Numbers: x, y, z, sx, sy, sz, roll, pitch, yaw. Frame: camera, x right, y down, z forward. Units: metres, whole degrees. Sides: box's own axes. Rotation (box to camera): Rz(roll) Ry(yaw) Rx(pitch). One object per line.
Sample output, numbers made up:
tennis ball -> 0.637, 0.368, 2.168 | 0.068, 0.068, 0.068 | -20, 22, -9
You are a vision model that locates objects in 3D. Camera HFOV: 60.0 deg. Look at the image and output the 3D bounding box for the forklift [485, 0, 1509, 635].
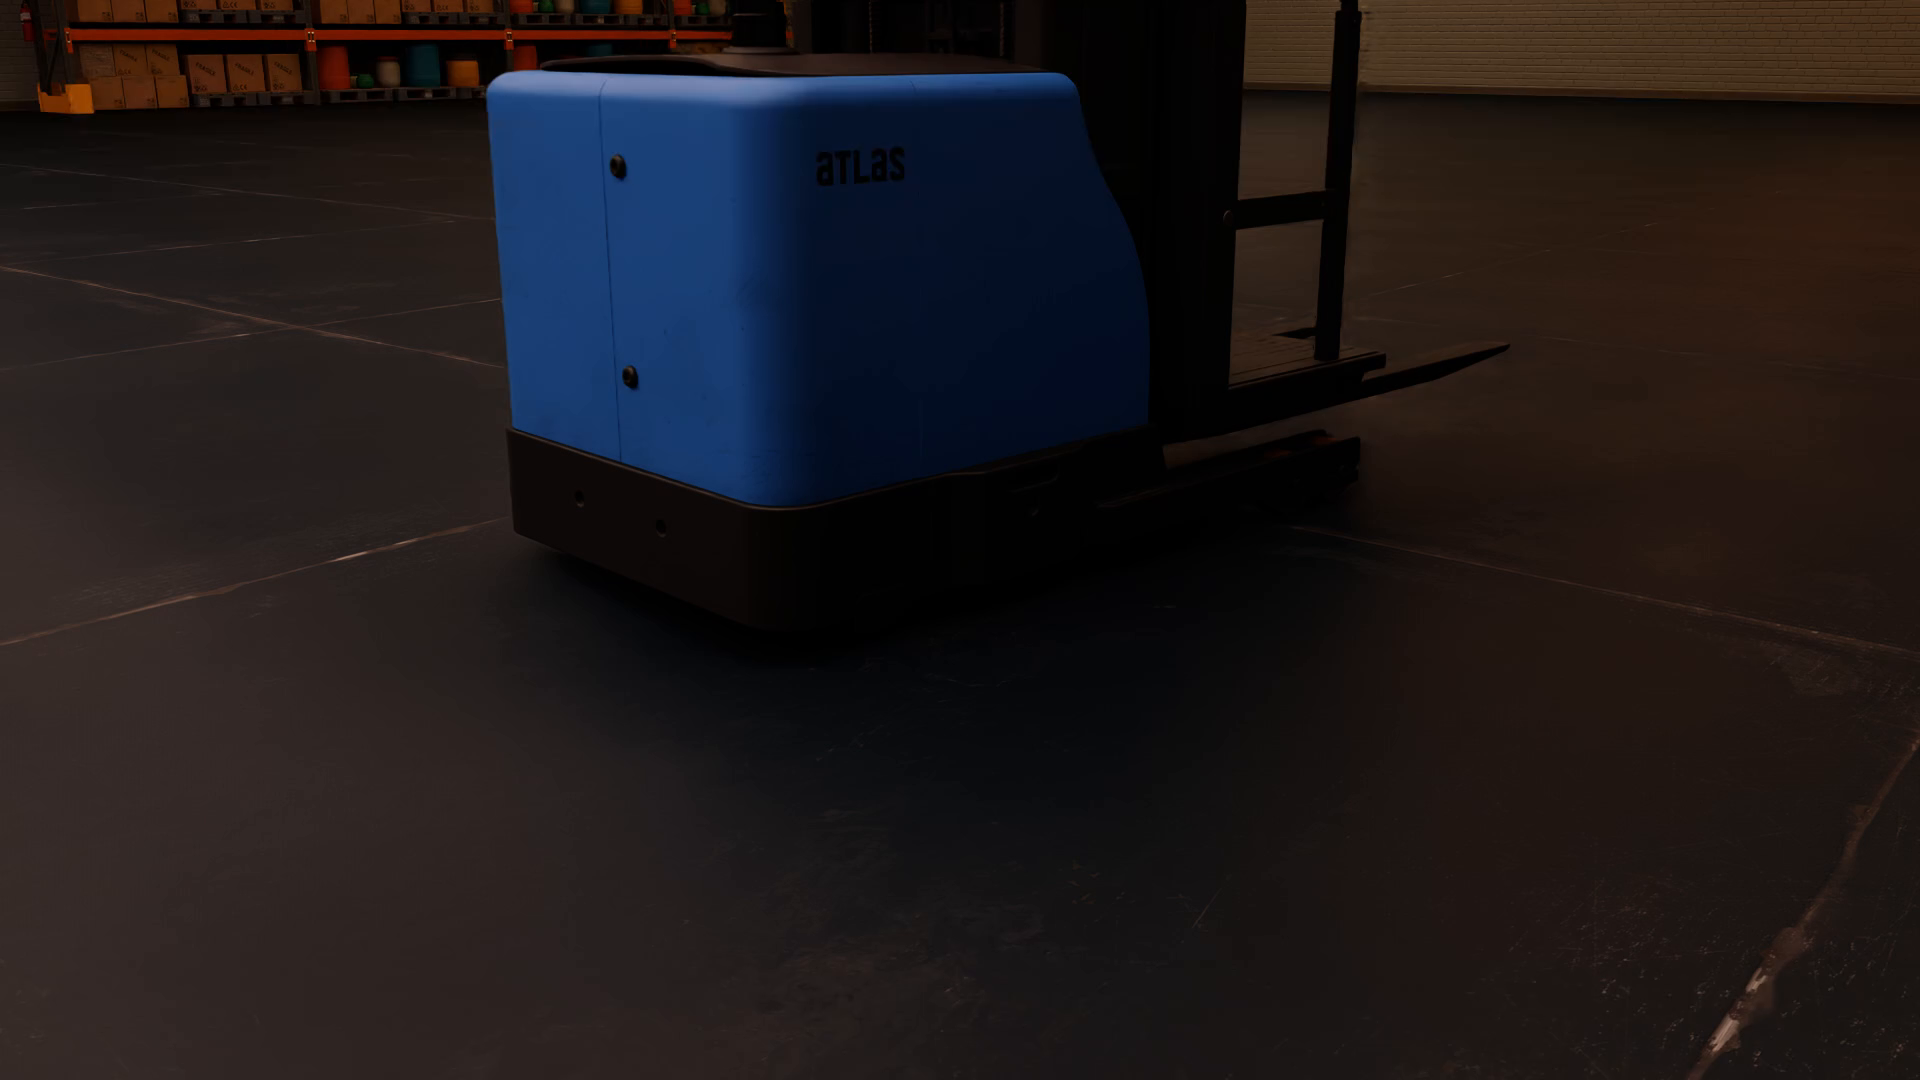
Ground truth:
forklift -> 0.392, -1.563, 4.044 | 3.031, 2.935, 1.130 | -16, 23, -42
